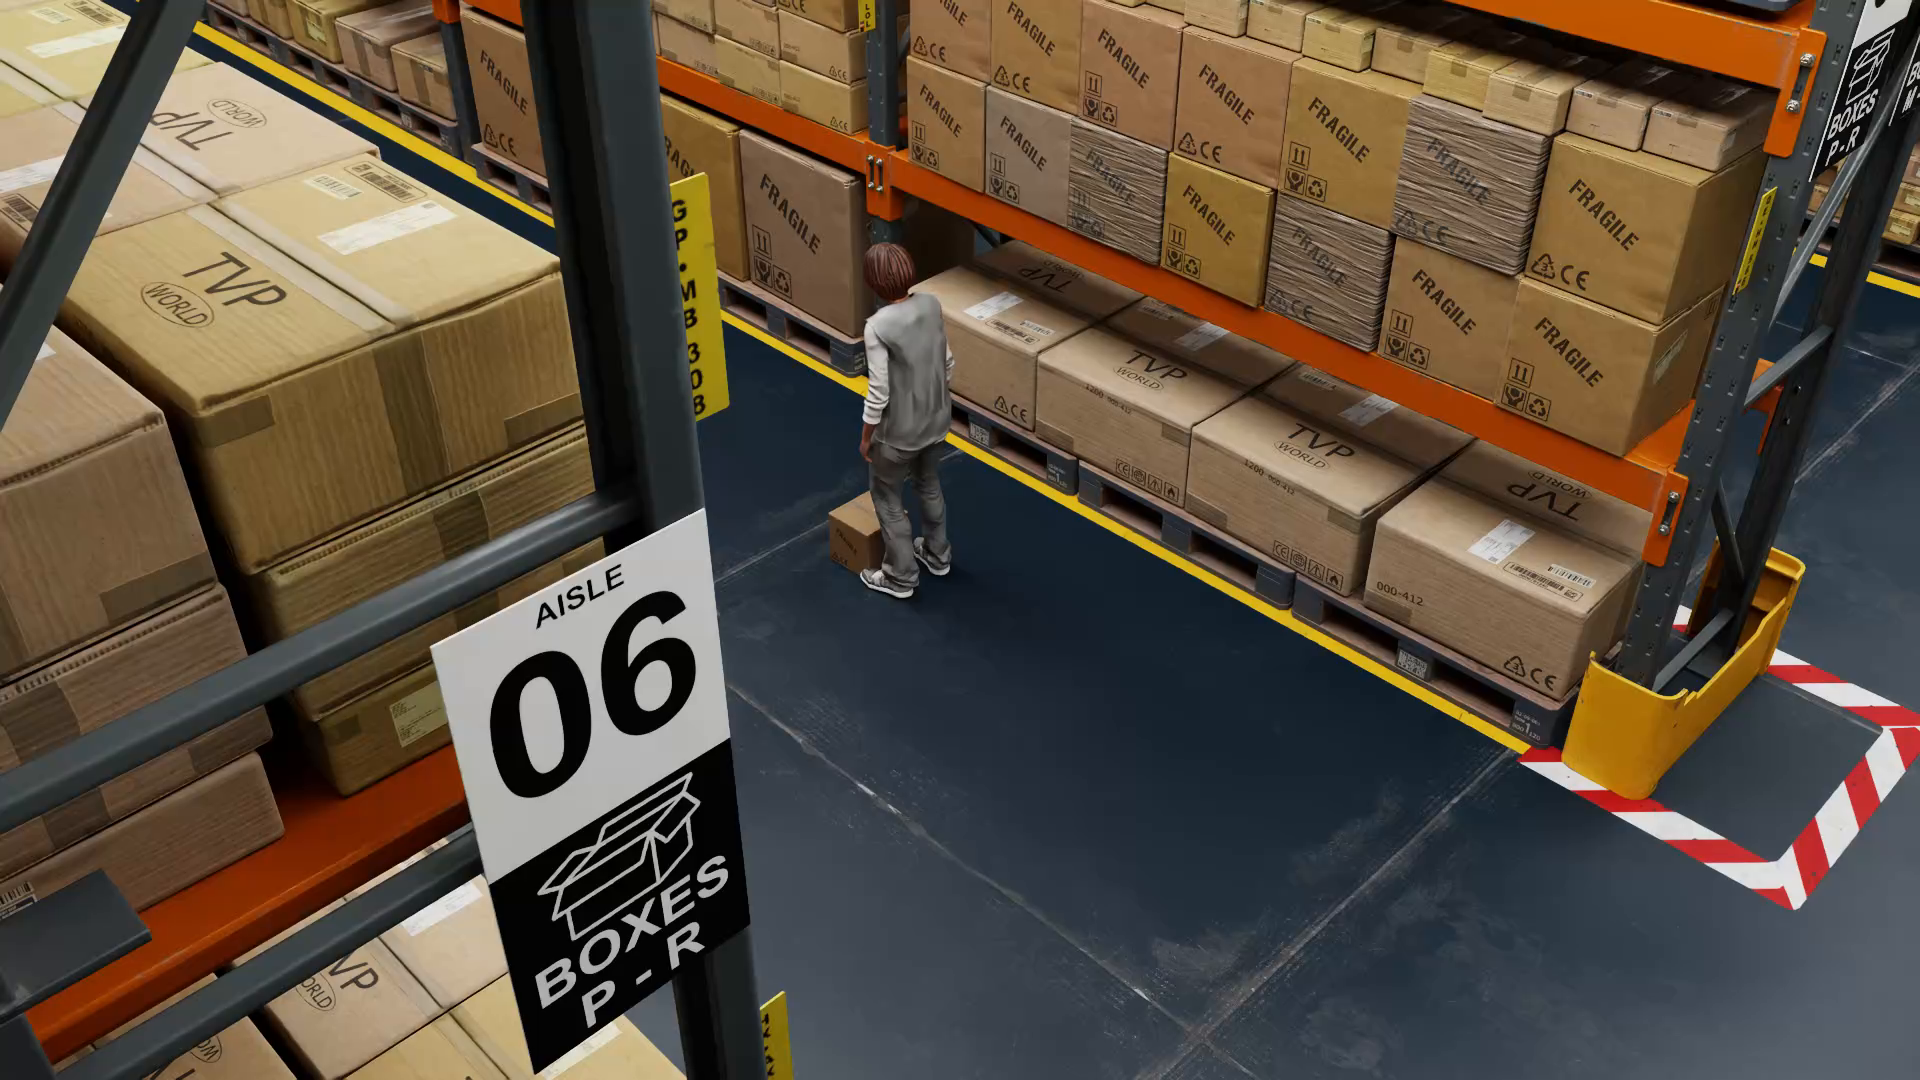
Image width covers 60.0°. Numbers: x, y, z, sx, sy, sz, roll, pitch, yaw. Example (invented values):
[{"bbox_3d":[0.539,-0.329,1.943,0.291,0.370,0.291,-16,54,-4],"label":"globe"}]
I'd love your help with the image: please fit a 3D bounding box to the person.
[{"bbox_3d":[-0.221,-0.467,6.800,0.345,1.593,0.460,30,46,35],"label":"person"}]
